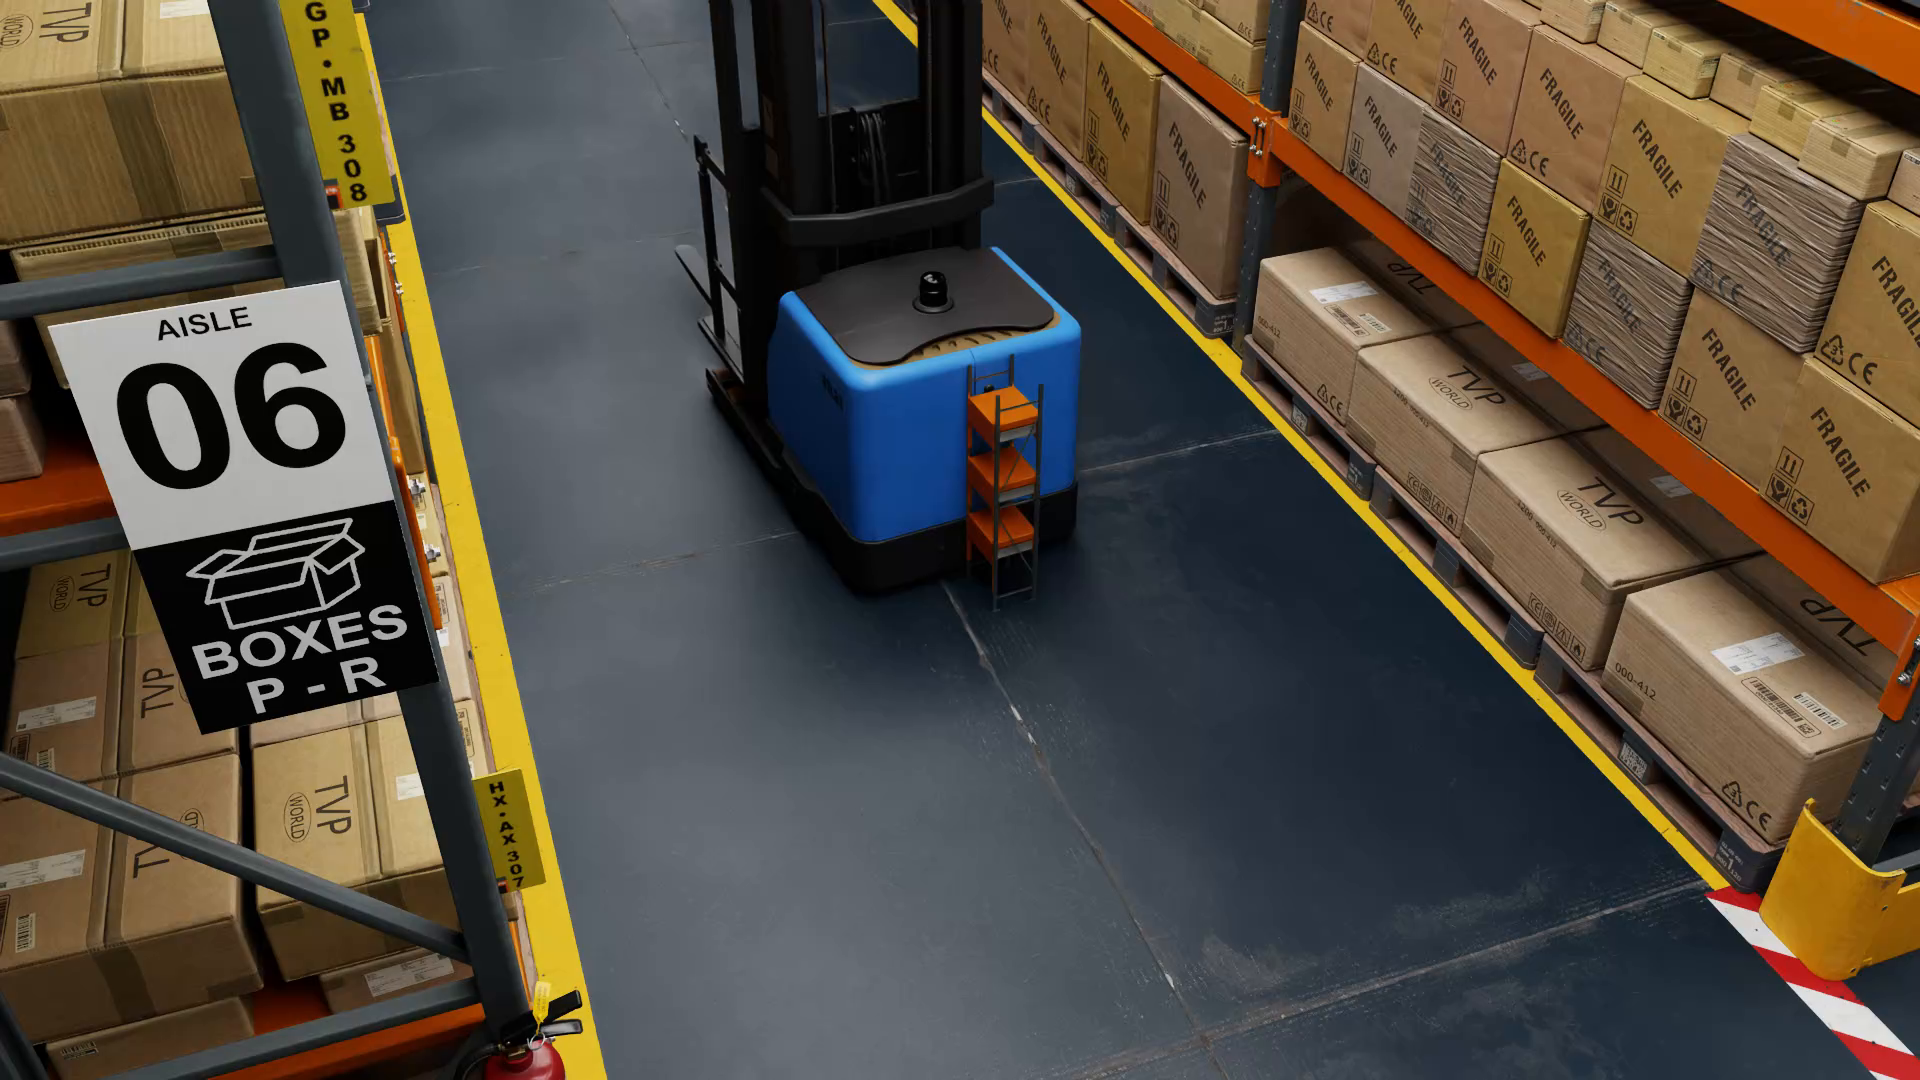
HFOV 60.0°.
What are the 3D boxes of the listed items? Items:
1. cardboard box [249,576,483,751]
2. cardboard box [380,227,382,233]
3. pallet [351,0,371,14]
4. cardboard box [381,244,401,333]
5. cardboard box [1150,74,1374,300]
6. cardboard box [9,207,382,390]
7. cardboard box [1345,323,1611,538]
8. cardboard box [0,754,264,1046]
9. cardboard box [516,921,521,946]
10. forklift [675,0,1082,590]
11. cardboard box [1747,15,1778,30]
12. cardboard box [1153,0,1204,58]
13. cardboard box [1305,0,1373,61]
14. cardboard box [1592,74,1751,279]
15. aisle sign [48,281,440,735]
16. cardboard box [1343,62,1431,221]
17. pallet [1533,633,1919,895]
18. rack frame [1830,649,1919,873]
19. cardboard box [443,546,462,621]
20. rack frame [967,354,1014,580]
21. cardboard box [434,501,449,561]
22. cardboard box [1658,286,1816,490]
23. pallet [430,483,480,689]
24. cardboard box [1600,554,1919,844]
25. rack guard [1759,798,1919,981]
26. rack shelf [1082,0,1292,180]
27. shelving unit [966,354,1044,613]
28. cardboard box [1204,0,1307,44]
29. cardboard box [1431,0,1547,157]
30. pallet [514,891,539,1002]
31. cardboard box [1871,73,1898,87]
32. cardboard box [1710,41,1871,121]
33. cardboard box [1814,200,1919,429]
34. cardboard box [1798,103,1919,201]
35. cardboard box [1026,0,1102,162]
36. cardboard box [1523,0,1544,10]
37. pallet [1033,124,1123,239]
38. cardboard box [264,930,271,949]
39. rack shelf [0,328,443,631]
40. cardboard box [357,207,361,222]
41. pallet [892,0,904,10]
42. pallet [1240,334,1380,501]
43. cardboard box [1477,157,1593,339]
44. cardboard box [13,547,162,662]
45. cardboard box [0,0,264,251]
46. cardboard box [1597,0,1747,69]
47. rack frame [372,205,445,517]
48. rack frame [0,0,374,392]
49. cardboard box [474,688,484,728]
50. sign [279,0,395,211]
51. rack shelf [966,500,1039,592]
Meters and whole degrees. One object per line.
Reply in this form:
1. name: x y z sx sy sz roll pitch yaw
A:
1. cardboard box: -1.475 0.379 4.131 0.500 0.250 0.500 -12 39 -15
2. cardboard box: -3.262 -1.590 8.596 0.500 0.500 0.500 -14 39 -18
3. pallet: -3.852 -3.040 8.952 1.213 0.211 1.003 -12 39 -16
4. cardboard box: -2.184 -0.767 5.652 0.500 0.250 0.500 -12 39 -16
5. cardboard box: 1.597 -1.907 8.706 0.875 0.875 0.875 -11 38 -15
6. cardboard box: -1.294 -0.530 2.844 0.500 0.250 0.500 -13 39 -16
7. cardboard box: 2.309 -0.517 7.223 0.875 0.438 0.875 -14 39 -17
8. cardboard box: -1.805 0.771 3.611 0.500 0.250 0.500 -11 38 -15
9. cardboard box: -1.777 1.009 5.145 0.700 0.500 0.500 -11 38 -14
10. forklift: -0.586 -1.842 7.260 1.130 2.935 3.031 -16 40 -20
11. cardboard box: 2.905 -1.836 5.741 0.380 0.149 0.250 -13 39 -17
12. cardboard box: 1.320 -2.684 8.445 0.500 0.250 0.500 -13 39 -17
13. cardboard box: 1.821 -2.375 6.996 0.500 0.500 0.500 -12 39 -16
14. cardboard box: 2.497 -1.227 5.471 0.500 0.500 0.500 -13 39 -16
15. aisle sign: -1.099 -0.026 2.631 0.394 0.787 0.004 -12 39 -16
16. cardboard box: 1.970 -1.690 6.918 0.500 0.500 0.500 -12 39 -16
17. pallet: 2.913 0.683 6.168 1.003 0.211 1.213 -12 39 -16
18. rack frame: 3.261 0.005 4.750 1.000 3.000 0.127 -12 39 -16
19. cardboard box: -1.650 0.154 4.761 0.380 0.149 0.250 -14 39 -17
20. rack frame: 0.120 -0.278 6.747 0.200 1.050 0.008 -16 40 -20
21. cardboard box: -2.307 0.000 6.777 0.380 0.149 0.250 -14 39 -17
22. cardboard box: 2.688 -0.539 5.390 0.500 0.500 0.500 -13 39 -17
23. pallet: -2.539 0.277 6.707 1.003 0.211 1.213 -12 39 -16
24. cardboard box: 2.940 0.508 5.862 0.875 0.438 0.875 -14 39 -17
25. rack guard: 3.270 1.017 5.484 1.175 0.500 0.348 -12 39 -16
26. rack shelf: 1.197 -3.097 9.467 1.077 0.370 4.000 -12 39 -16
27. shelving unit: 0.172 -0.212 6.659 0.215 1.050 0.252 -16 40 -20
28. cardboard box: 1.505 -2.593 7.909 0.500 0.250 0.500 -12 39 -16
29. cardboard box: 2.155 -1.797 6.228 0.500 0.500 0.500 -12 39 -15
30. pallet: -1.699 1.656 4.877 1.003 0.211 1.213 -12 39 -16
31. cardboard box: 3.013 -1.538 5.345 0.380 0.149 0.250 -12 39 -16
32. cardboard box: 2.601 -1.435 5.208 0.380 0.149 0.250 -13 39 -16
33. cardboard box: 2.872 -0.657 4.716 0.500 0.500 0.500 -11 38 -14
34. cardboard box: 2.672 -1.122 4.793 0.380 0.149 0.250 -13 39 -16
35. cardboard box: 0.971 -2.921 10.052 0.875 0.875 0.875 -12 39 -15
36. cardboard box: 2.237 -2.010 5.972 0.380 0.149 0.250 -13 39 -16
37. pallet: 1.125 -2.252 10.064 1.003 0.211 1.213 -12 39 -16
38. cardboard box: -1.793 0.847 3.841 0.380 0.149 0.250 -11 38 -15
39. rack shelf: -2.086 -1.006 4.197 1.077 0.370 4.000 -12 39 -16
40. cardboard box: -1.465 -0.745 3.461 0.380 0.149 0.250 -12 39 -15
41. pallet: -0.175 -4.530 13.089 1.003 0.211 1.213 -12 39 -16
42. pallet: 2.073 -0.695 7.997 1.003 0.211 1.213 -12 39 -16
43. cardboard box: 2.312 -1.117 6.157 0.500 0.500 0.500 -11 38 -15
44. cardboard box: -2.148 0.199 4.371 0.500 0.250 0.500 -11 38 -15
45. cardboard box: -1.315 -0.725 2.688 0.500 0.250 0.500 -13 39 -16
46. cardboard box: 2.387 -1.716 5.582 0.380 0.149 0.250 -11 38 -14
47. rack frame: -2.774 -1.225 6.383 1.000 3.000 0.127 -12 39 -16
48. rack frame: -1.398 -1.362 1.578 1.000 3.000 0.127 -12 39 -16
49. cardboard box: -2.134 0.423 5.924 0.700 0.500 0.500 -14 39 -18
50. sign: -0.888 -0.625 2.367 0.100 0.325 0.005 -12 39 -16
51. rack shelf: 0.172 0.018 6.833 0.215 0.259 0.240 -16 40 -20
